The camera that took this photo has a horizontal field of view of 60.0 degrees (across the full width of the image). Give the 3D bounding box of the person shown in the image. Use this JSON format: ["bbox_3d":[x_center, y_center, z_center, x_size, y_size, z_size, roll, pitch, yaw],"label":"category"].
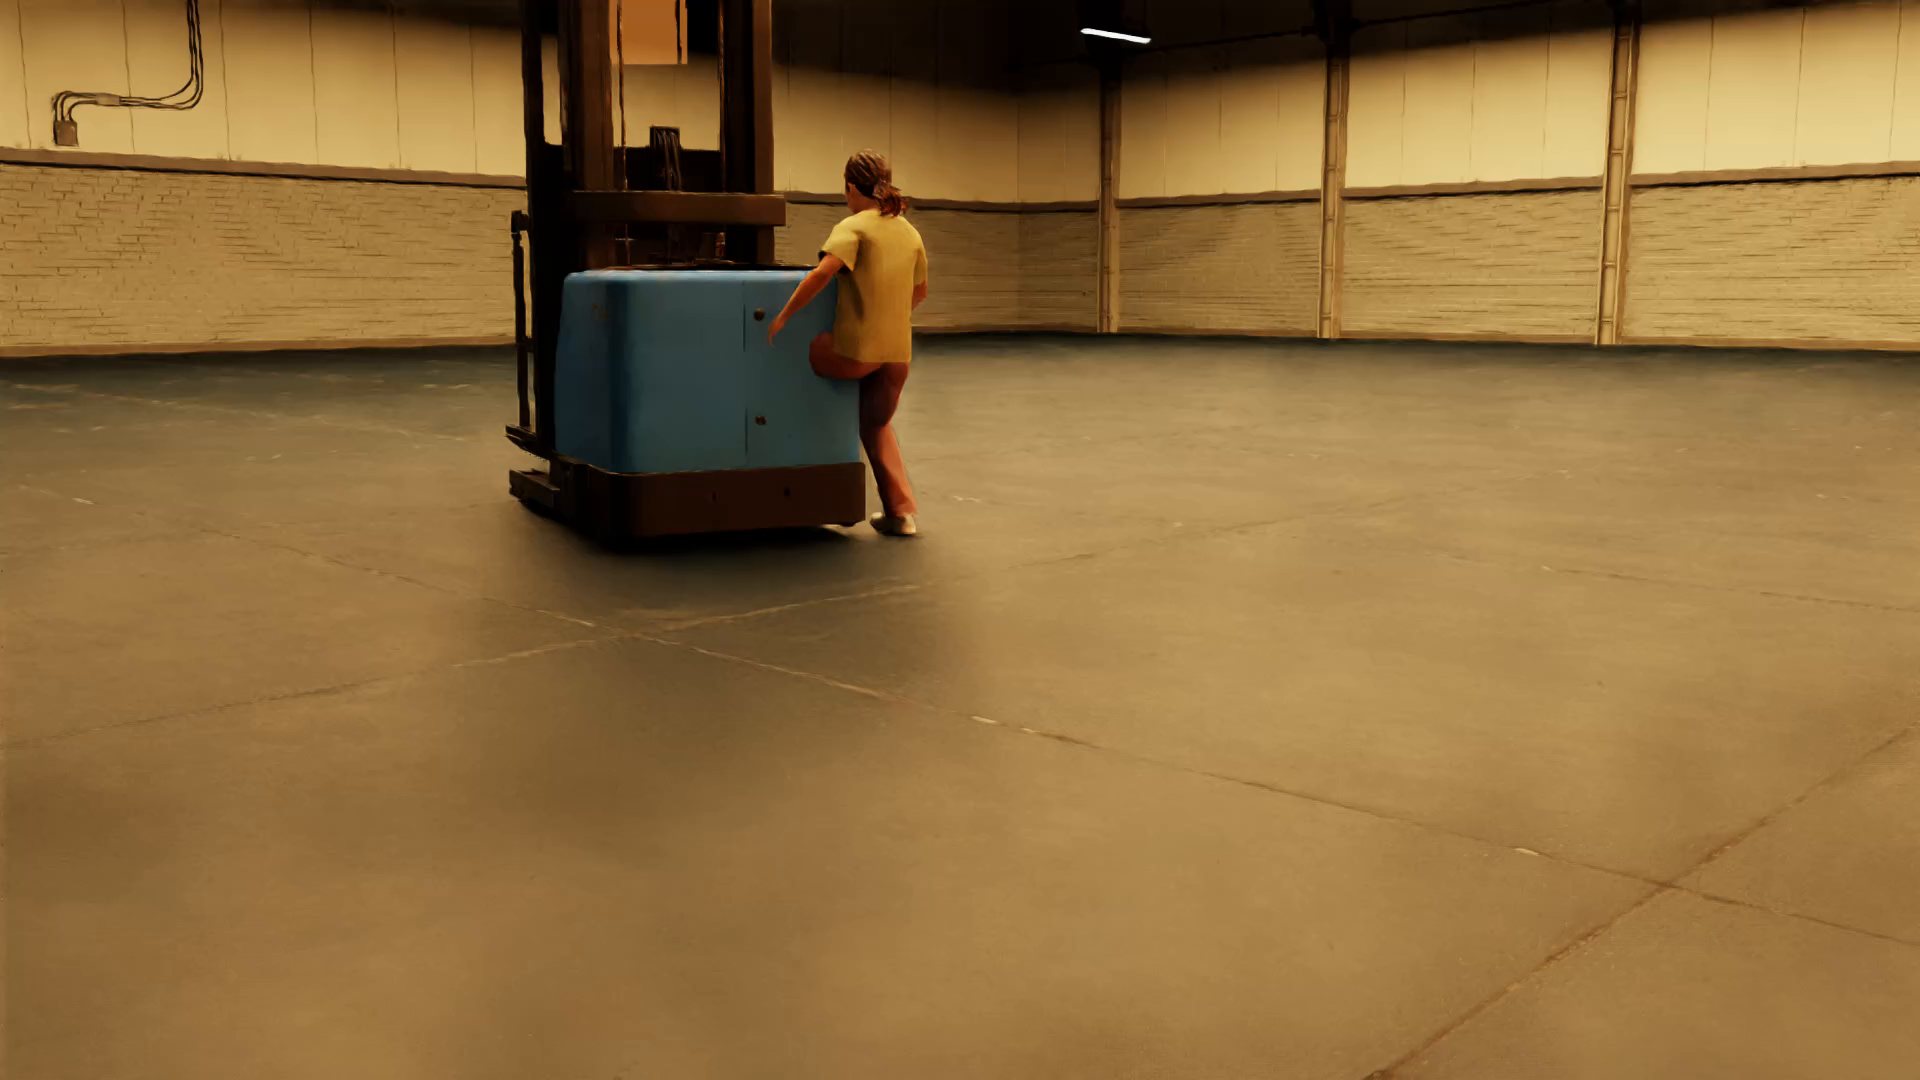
[{"bbox_3d":[-0.477,-0.778,6.686,0.761,1.548,0.593,-7,11,-41],"label":"person"}]

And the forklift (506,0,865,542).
[{"bbox_3d":[-1.488,-1.621,7.641,1.130,2.935,3.031,-4,10,-26],"label":"forklift"}]
